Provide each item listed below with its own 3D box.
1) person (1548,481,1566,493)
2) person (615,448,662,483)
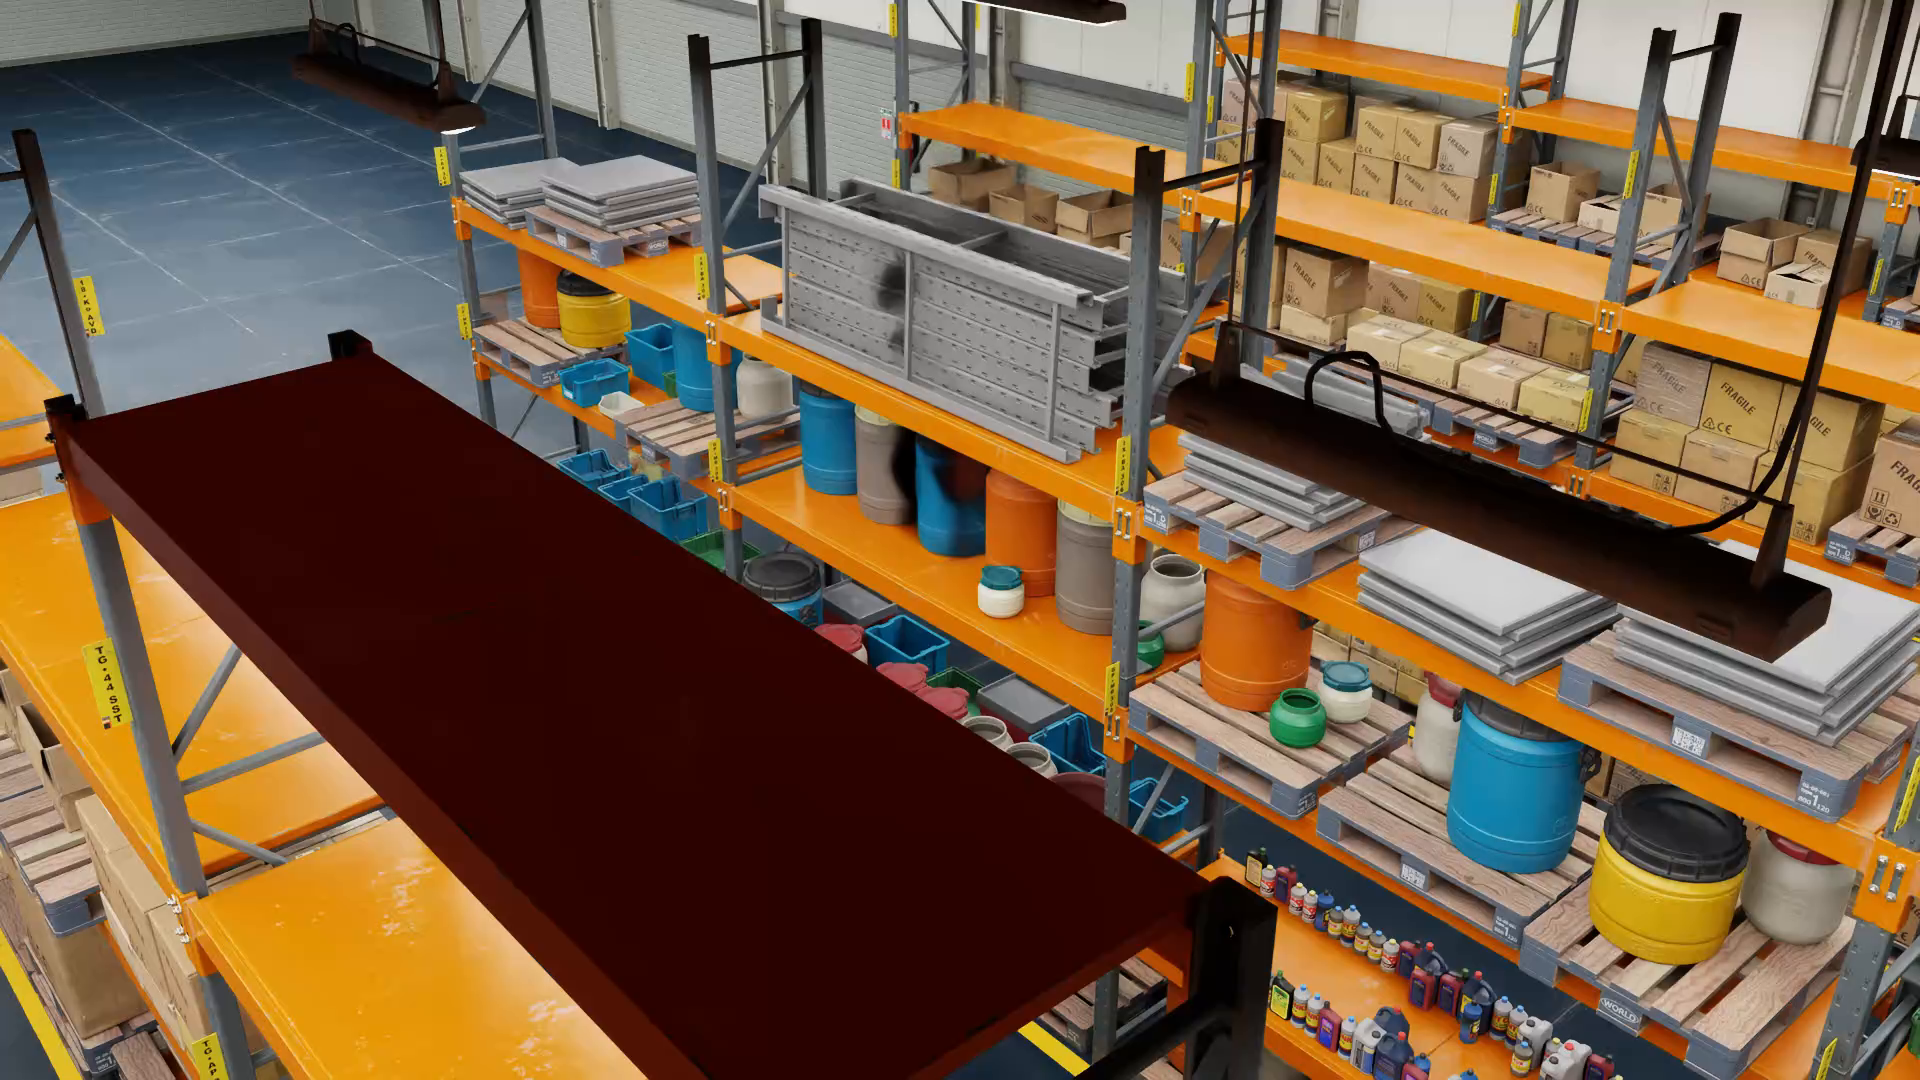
[{"bbox_3d":[5.493,0.060,15.498,0.633,1.840,0.795,-22,34,-36],"label":"person"},{"bbox_3d":[-3.210,-0.617,16.993,0.538,1.626,0.597,14,30,25],"label":"person"}]
